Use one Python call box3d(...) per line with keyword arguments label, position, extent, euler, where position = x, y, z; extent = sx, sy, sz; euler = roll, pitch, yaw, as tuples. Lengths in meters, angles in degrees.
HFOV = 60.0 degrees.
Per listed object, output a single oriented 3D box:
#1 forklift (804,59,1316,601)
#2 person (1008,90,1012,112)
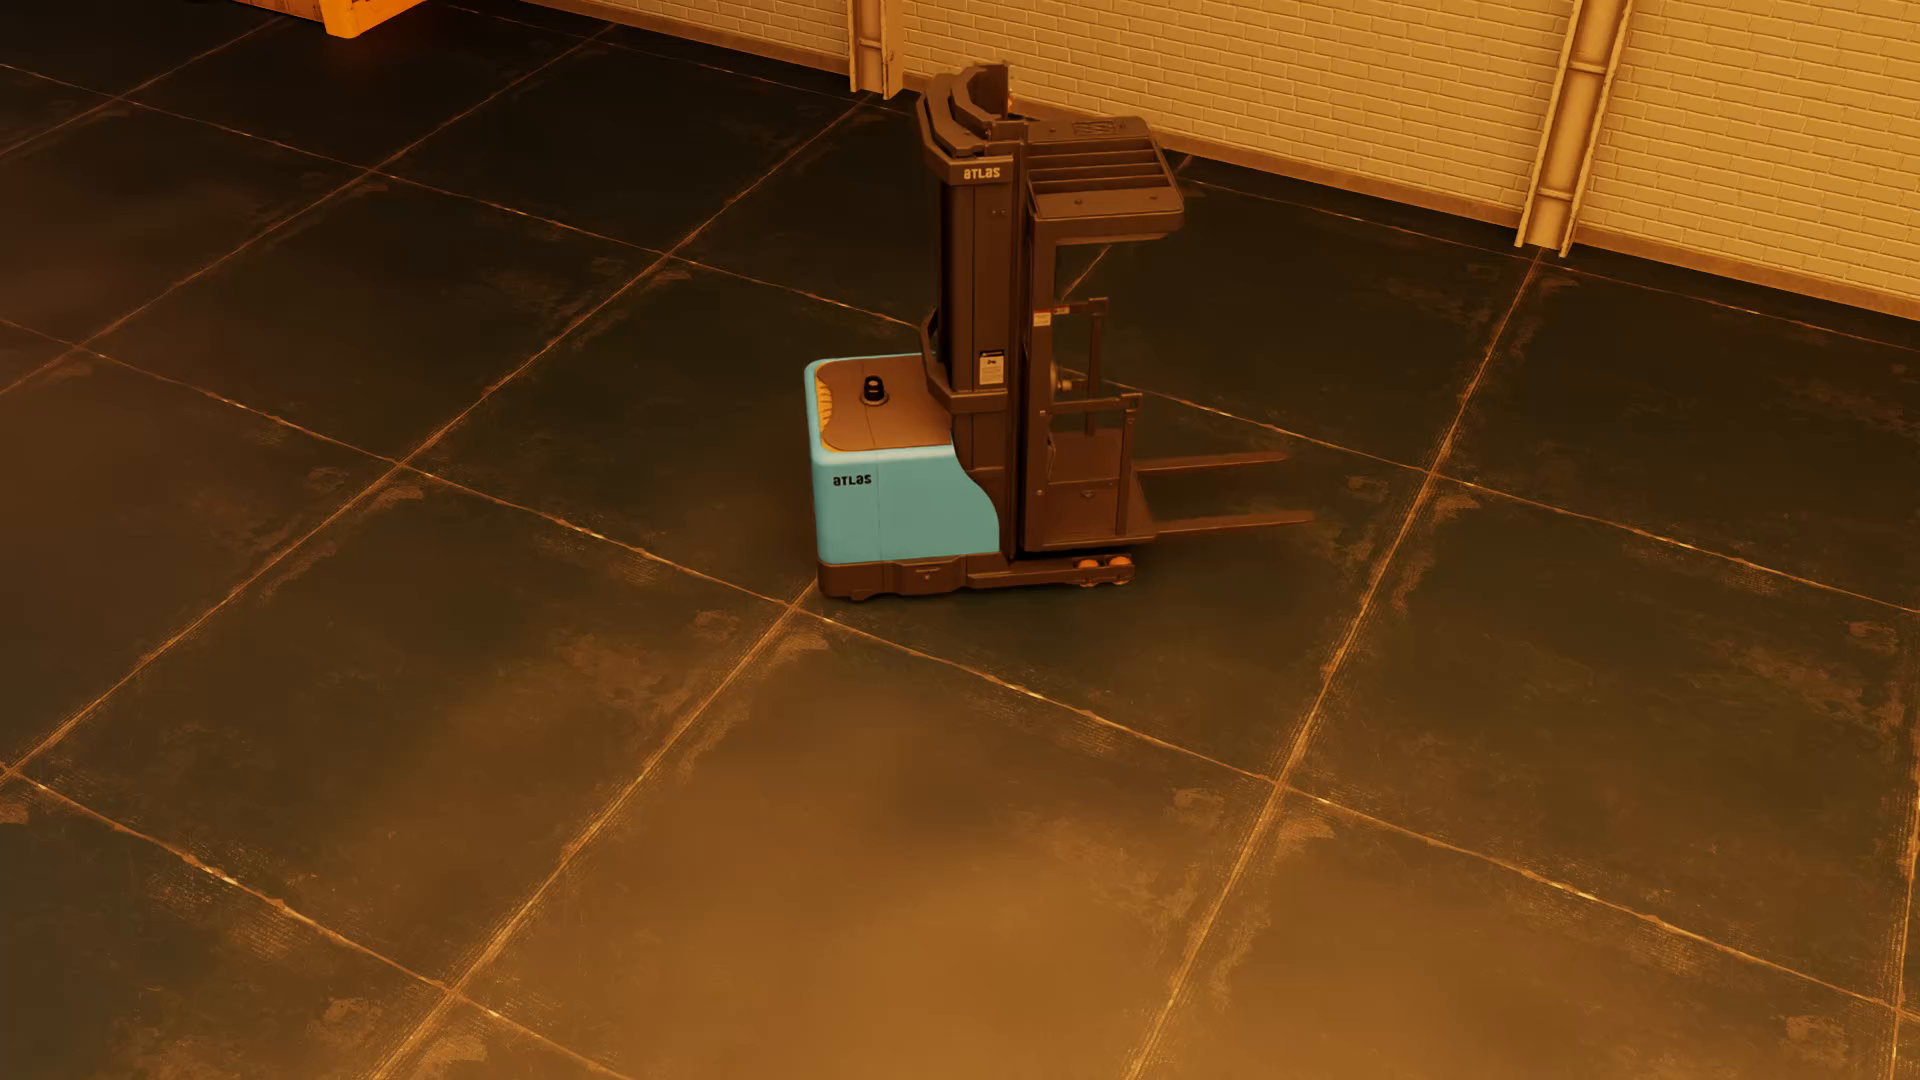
box3d(label="forklift", position=(0.617, -1.177, 9.383), extent=(3.031, 2.935, 1.130), euler=(-4, 40, -5))
box3d(label="person", position=(0.263, -2.551, 12.050), extent=(0.326, 1.602, 0.409), euler=(-3, 40, -4))
